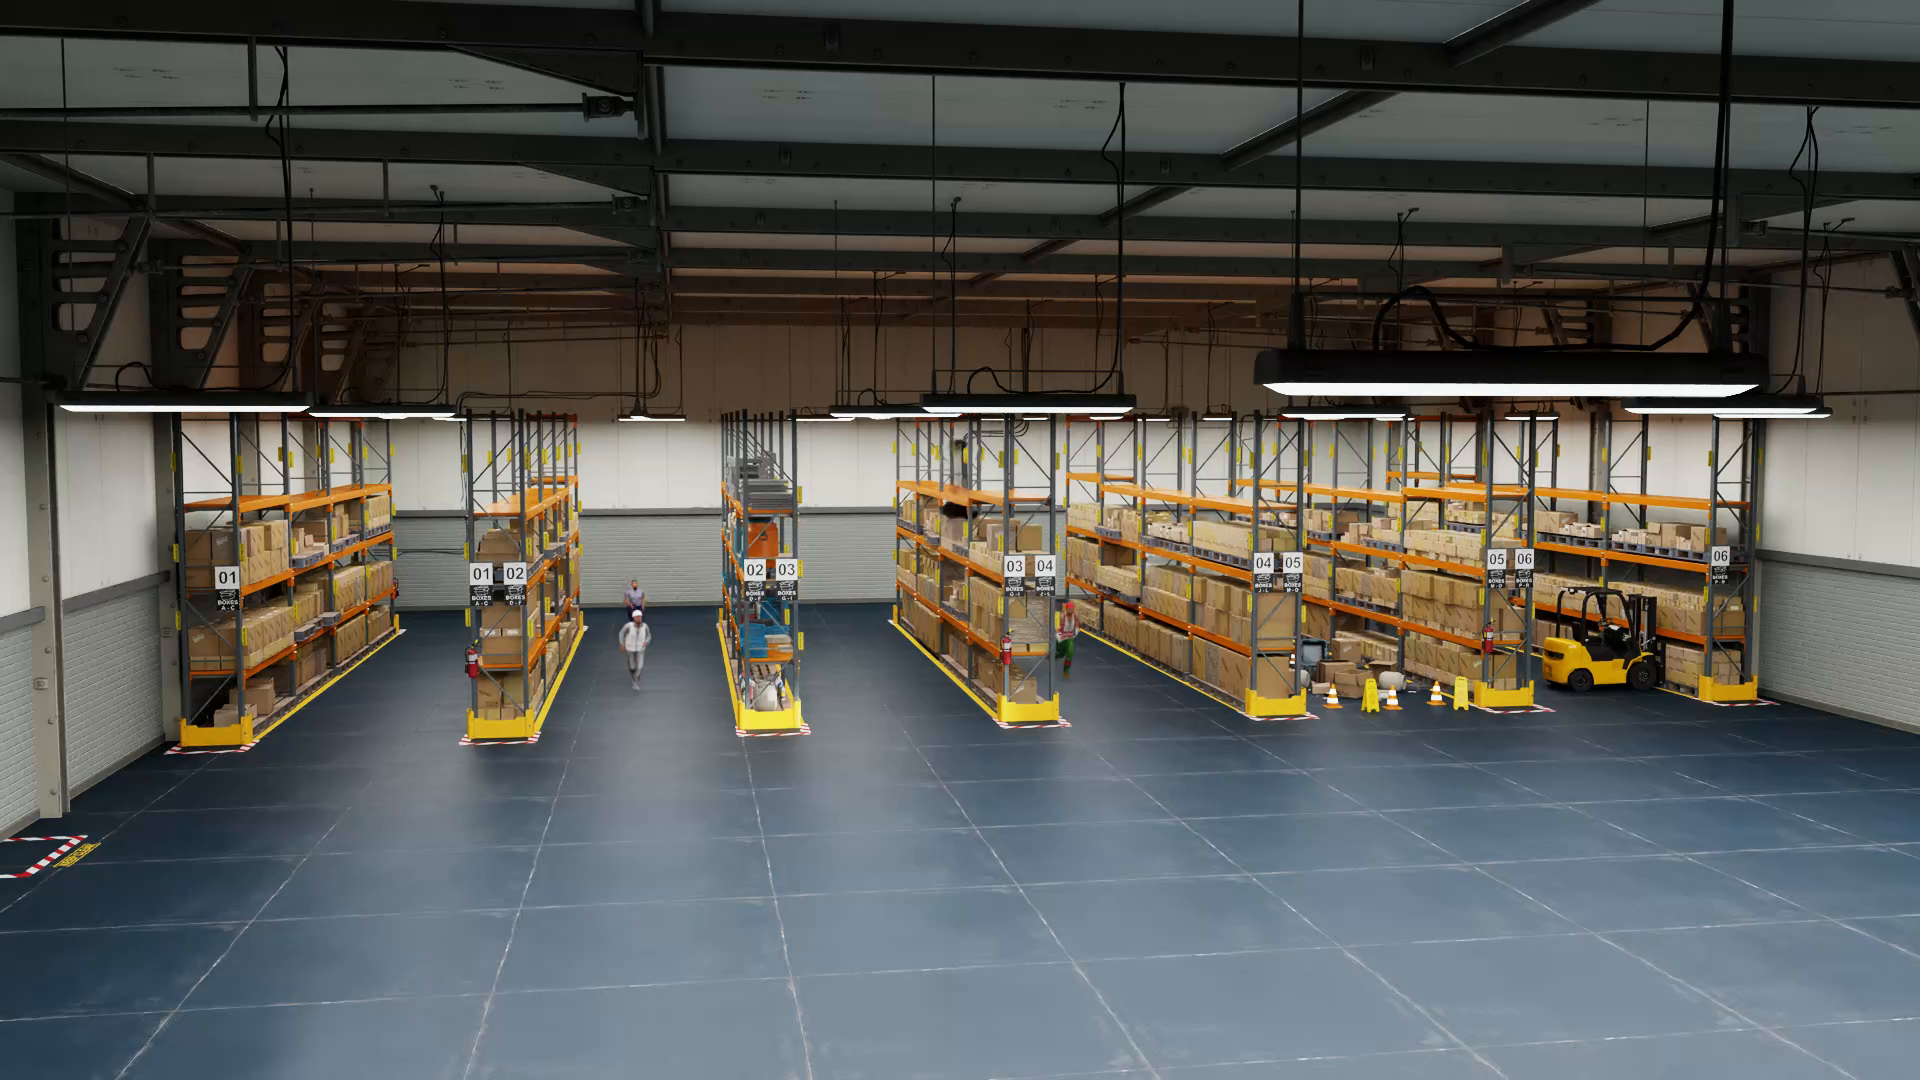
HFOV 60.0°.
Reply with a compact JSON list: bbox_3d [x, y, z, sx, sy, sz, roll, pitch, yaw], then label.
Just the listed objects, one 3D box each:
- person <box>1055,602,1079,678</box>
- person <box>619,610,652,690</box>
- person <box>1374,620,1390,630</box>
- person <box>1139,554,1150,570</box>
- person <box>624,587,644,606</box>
[{"bbox_3d":[2.368,2.248,37.853,0.668,1.731,0.988,-2,4,-24],"label":"person"},{"bbox_3d":[-7.027,2.373,36.001,0.690,1.730,0.695,-1,4,-19],"label":"person"},{"bbox_3d":[11.525,1.624,45.541,0.681,1.670,0.703,-2,4,-22],"label":"person"},{"bbox_3d":[5.575,1.288,50.869,0.687,1.776,0.659,-2,5,-31],"label":"person"},{"bbox_3d":[-8.602,1.499,43.939,0.580,0.519,0.388,-2,4,-23],"label":"person"}]
